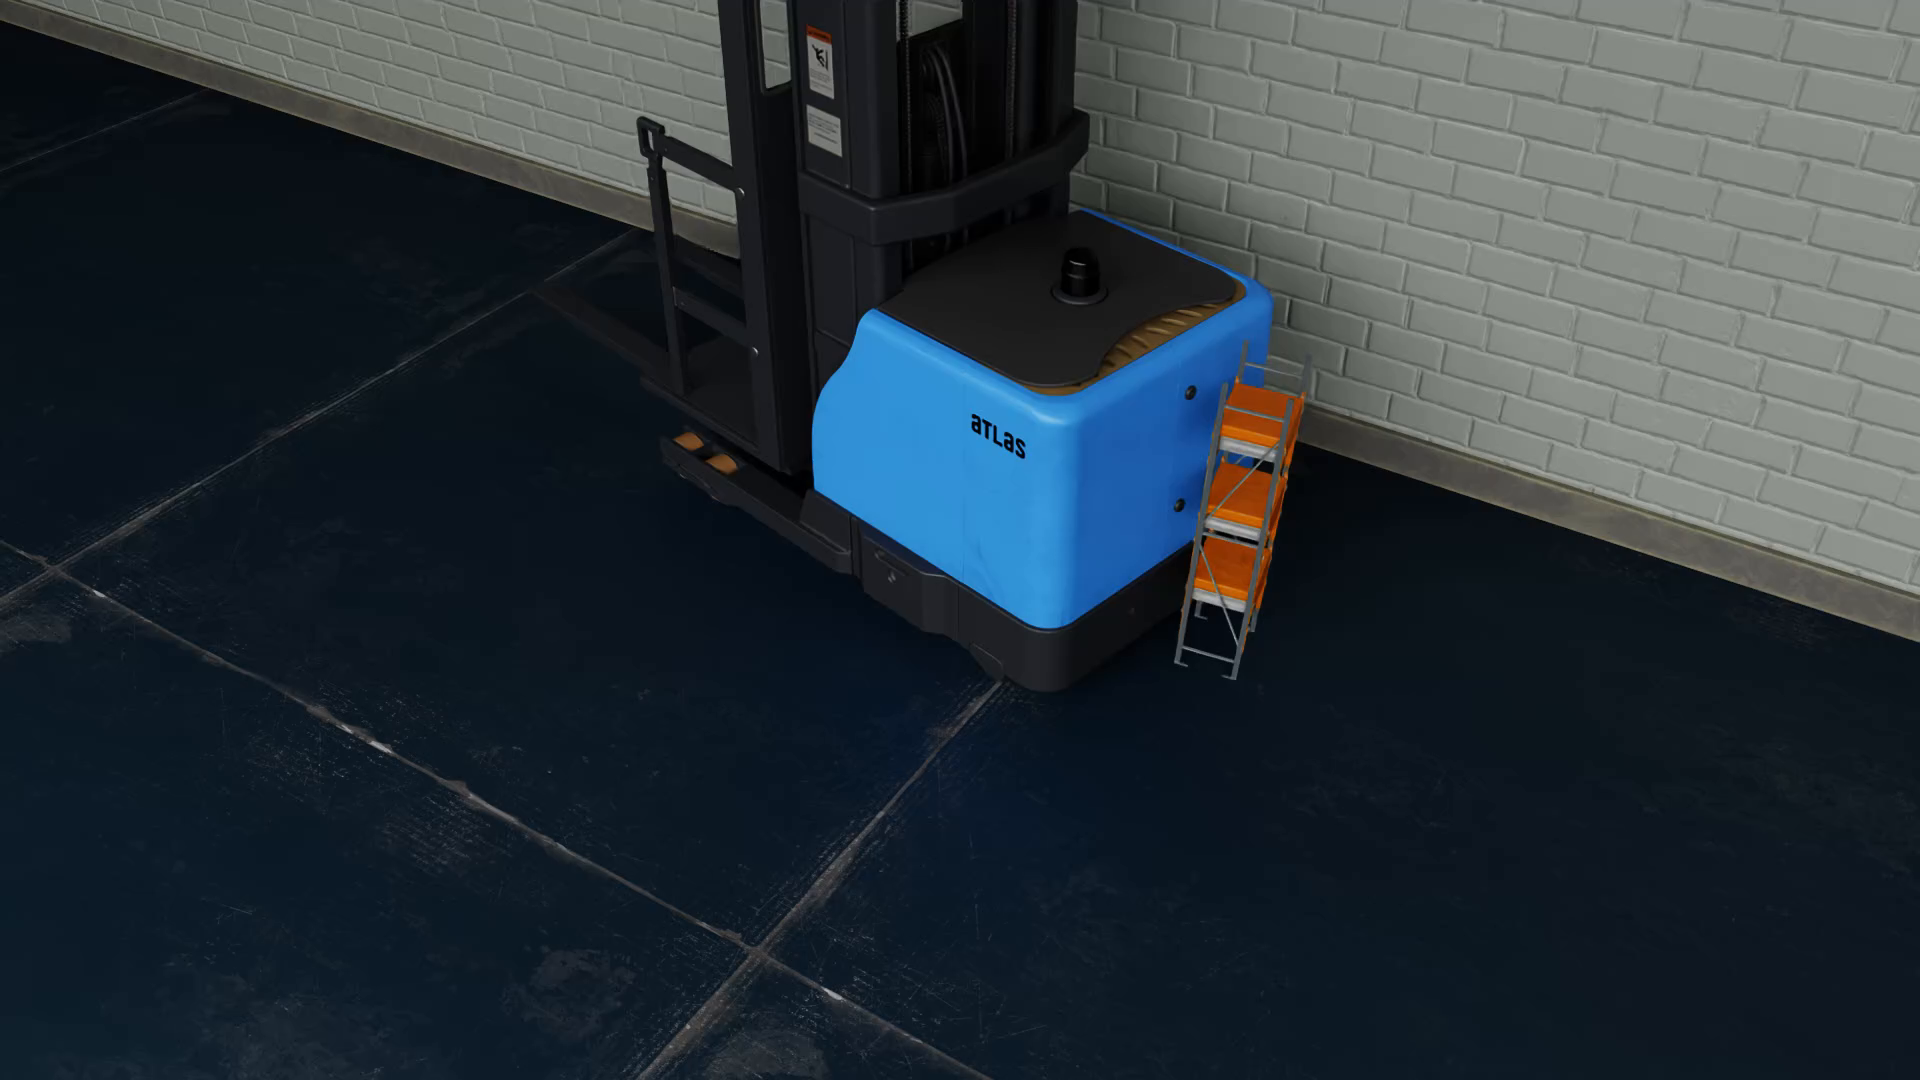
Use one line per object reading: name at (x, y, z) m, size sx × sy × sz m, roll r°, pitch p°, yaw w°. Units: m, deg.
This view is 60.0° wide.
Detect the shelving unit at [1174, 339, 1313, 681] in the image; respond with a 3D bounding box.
shelving unit at (0.836, -0.067, 4.969) m, size 0.215 × 1.050 × 0.252 m, roll 16°, pitch 40°, yaw 15°

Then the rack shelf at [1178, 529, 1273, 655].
rack shelf at (0.823, 0.157, 5.149) m, size 0.215 × 0.259 × 0.240 m, roll 16°, pitch 40°, yaw 15°

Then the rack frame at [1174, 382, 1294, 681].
rack frame at (0.792, 0.002, 4.879) m, size 0.200 × 1.050 × 0.008 m, roll 16°, pitch 40°, yaw 15°

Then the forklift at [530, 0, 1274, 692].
forklift at (-0.435, -1.497, 5.291) m, size 1.130 × 2.935 × 3.031 m, roll -31°, pitch 47°, yaw -34°

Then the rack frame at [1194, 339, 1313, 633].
rack frame at (0.880, -0.137, 5.059) m, size 0.200 × 1.050 × 0.008 m, roll 16°, pitch 40°, yaw 15°

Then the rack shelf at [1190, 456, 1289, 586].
rack shelf at (0.836, -0.059, 4.975) m, size 0.215 × 0.259 × 0.240 m, roll 16°, pitch 40°, yaw 15°

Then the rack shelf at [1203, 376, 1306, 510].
rack shelf at (0.849, -0.280, 4.798) m, size 0.215 × 0.259 × 0.240 m, roll 16°, pitch 40°, yaw 15°
